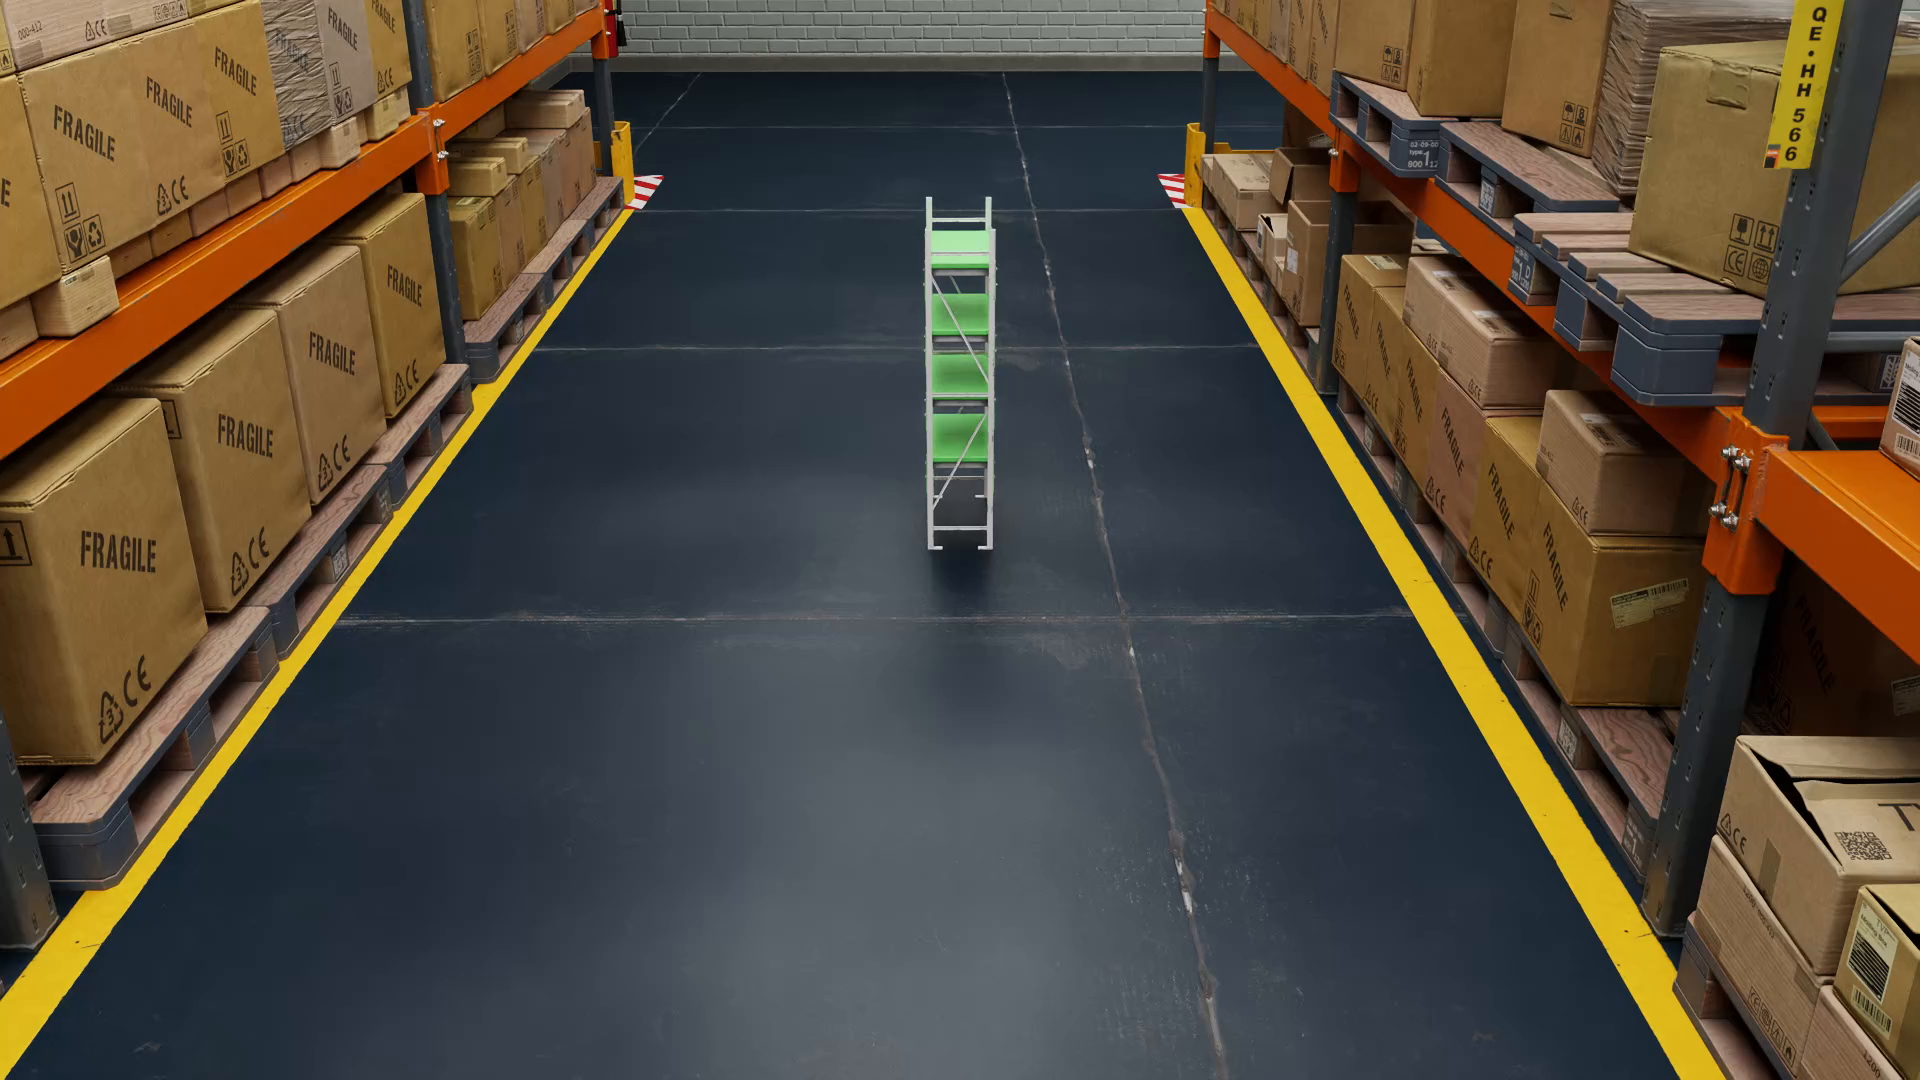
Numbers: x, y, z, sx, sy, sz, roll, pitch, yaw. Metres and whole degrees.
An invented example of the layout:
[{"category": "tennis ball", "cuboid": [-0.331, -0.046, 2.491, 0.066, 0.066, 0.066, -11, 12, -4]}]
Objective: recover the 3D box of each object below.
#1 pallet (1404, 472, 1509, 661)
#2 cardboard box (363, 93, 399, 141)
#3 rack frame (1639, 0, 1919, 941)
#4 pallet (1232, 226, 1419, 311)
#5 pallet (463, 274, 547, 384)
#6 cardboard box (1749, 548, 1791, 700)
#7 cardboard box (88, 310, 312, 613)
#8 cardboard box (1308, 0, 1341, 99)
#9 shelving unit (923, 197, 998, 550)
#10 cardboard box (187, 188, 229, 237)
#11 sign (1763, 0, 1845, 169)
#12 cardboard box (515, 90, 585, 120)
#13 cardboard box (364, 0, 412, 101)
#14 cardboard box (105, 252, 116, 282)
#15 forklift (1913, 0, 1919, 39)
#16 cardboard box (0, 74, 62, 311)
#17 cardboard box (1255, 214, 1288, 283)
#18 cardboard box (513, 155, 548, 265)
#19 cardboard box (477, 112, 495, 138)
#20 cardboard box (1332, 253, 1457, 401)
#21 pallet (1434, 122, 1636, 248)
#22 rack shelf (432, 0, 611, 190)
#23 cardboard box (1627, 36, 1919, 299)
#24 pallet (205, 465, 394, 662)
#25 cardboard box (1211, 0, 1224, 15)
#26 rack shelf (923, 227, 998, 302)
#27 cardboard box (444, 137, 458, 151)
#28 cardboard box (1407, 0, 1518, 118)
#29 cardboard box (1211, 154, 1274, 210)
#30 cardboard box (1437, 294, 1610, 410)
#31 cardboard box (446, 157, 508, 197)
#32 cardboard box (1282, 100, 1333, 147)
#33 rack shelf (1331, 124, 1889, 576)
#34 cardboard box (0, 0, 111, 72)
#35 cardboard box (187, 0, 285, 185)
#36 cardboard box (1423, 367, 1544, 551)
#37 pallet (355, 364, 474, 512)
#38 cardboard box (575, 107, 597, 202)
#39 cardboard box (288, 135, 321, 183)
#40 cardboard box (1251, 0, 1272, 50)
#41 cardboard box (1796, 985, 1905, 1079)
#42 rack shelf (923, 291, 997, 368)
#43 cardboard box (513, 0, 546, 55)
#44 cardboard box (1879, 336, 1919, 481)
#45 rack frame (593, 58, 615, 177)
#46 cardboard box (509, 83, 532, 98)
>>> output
[{"category": "pallet", "cuboid": [2.230, 0.049, 5.885, 1.003, 0.211, 1.213, 0, 24, -1]}, {"category": "cardboard box", "cuboid": [-2.473, -1.689, 6.625, 0.380, 0.149, 0.250, 0, 24, 0]}, {"category": "rack frame", "cuboid": [2.211, -0.412, 3.521, 1.000, 3.000, 0.127, 0, 24, -1]}, {"category": "pallet", "cuboid": [2.145, -1.577, 9.480, 1.003, 0.211, 1.213, 0, 24, -1]}, {"category": "pallet", "cuboid": [-2.716, -1.080, 8.381, 1.003, 0.211, 1.213, 0, 24, -1]}, {"category": "cardboard box", "cuboid": [2.481, 0.122, 4.840, 0.500, 0.500, 0.500, -1, 24, -2]}, {"category": "cardboard box", "cuboid": [-2.622, -0.265, 5.294, 0.750, 0.750, 0.750, 0, 24, -1]}, {"category": "cardboard box", "cuboid": [1.905, -2.311, 7.598, 0.500, 0.500, 0.500, 0, 24, 0]}, {"category": "shelving unit", "cuboid": [-0.002, -0.615, 6.154, 0.258, 1.200, 0.503, 0, 24, -1]}, {"category": "cardboard box", "cuboid": [-2.542, -1.052, 5.216, 0.380, 0.149, 0.250, 0, 24, 0]}, {"category": "sign", "cuboid": [1.669, -0.897, 3.285, 0.100, 0.325, 0.005, 0, 24, -1]}, {"category": "cardboard box", "cuboid": [-2.538, -2.693, 10.300, 0.380, 0.149, 0.250, -1, 24, -1]}, {"category": "cardboard box", "cuboid": [-2.529, -2.038, 6.609, 0.500, 0.500, 0.500, -1, 24, -1]}, {"category": "cardboard box", "cuboid": [-2.553, -0.736, 4.519, 0.380, 0.149, 0.250, 0, 24, -1]}, {"category": "forklift", "cuboid": [4.723, -1.905, 6.906, 1.130, 2.935, 3.031, -1, 24, -3]}, {"category": "cardboard box", "cuboid": [-2.492, -0.780, 3.827, 0.500, 0.500, 0.500, 0, 24, 1]}, {"category": "cardboard box", "cuboid": [1.869, -1.578, 8.828, 0.500, 0.311, 0.500, 0, 24, -1]}, {"category": "cardboard box", "cuboid": [-2.697, -1.816, 9.149, 0.700, 0.500, 0.500, 0, 24, 1]}, {"category": "cardboard box", "cuboid": [-2.911, -2.379, 9.606, 0.380, 0.149, 0.250, 0, 24, 0]}, {"category": "cardboard box", "cuboid": [1.929, -0.921, 7.147, 0.500, 0.500, 0.500, -1, 24, -3]}, {"category": "pallet", "cuboid": [2.185, -1.126, 5.332, 1.003, 0.211, 1.213, 0, 24, -1]}, {"category": "rack shelf", "cuboid": [-2.808, -2.533, 9.083, 1.077, 0.370, 4.000, 0, 24, -1]}, {"category": "cardboard box", "cuboid": [2.091, -0.908, 3.987, 0.700, 0.500, 0.500, -9, 26, -18]}, {"category": "pallet", "cuboid": [-2.686, 0.056, 5.871, 1.003, 0.211, 1.213, 0, 24, -1]}, {"category": "cardboard box", "cuboid": [1.865, -3.570, 10.382, 0.500, 0.500, 0.500, 0, 24, 1]}, {"category": "rack shelf", "cuboid": [-0.002, -0.994, 5.982, 0.258, 0.148, 0.480, 0, 24, -1]}, {"category": "cardboard box", "cuboid": [-2.902, -2.062, 8.906, 0.380, 0.149, 0.250, 0, 24, 0]}, {"category": "cardboard box", "cuboid": [2.020, -1.818, 5.999, 0.700, 0.500, 0.500, 4, 25, 8]}, {"category": "cardboard box", "cuboid": [1.852, -2.225, 10.332, 0.500, 0.250, 0.500, 0, 24, -1]}, {"category": "cardboard box", "cuboid": [1.946, -0.644, 5.624, 0.500, 0.250, 0.500, -1, 24, -2]}, {"category": "cardboard box", "cuboid": [-2.513, -1.835, 8.404, 0.380, 0.149, 0.250, 1, 24, 1]}, {"category": "cardboard box", "cuboid": [2.376, -2.547, 10.741, 0.500, 0.500, 0.500, 0, 24, -1]}, {"category": "rack shelf", "cuboid": [2.189, -0.908, 5.491, 1.077, 0.370, 4.000, 0, 24, -1]}, {"category": "cardboard box", "cuboid": [-2.496, -1.330, 4.134, 0.500, 0.250, 0.500, -1, 24, -1]}, {"category": "cardboard box", "cuboid": [-2.506, -1.415, 5.231, 0.500, 0.500, 0.500, 0, 24, 1]}, {"category": "cardboard box", "cuboid": [1.949, -0.287, 5.745, 0.500, 0.500, 0.500, -1, 24, -3]}, {"category": "pallet", "cuboid": [-2.702, -0.448, 6.985, 1.003, 0.211, 1.213, 0, 24, -1]}, {"category": "cardboard box", "cuboid": [-2.722, -2.449, 10.549, 0.700, 0.500, 0.500, 0, 24, -1]}, {"category": "cardboard box", "cuboid": [-2.517, -1.373, 5.926, 0.380, 0.149, 0.250, 0, 24, -1]}, {"category": "cardboard box", "cuboid": [1.882, -2.945, 8.999, 0.500, 0.500, 0.500, 0, 24, 0]}, {"category": "cardboard box", "cuboid": [1.929, 1.074, 3.063, 0.500, 0.250, 0.500, -1, 24, -2]}, {"category": "rack shelf", "cuboid": [-0.002, -0.775, 6.081, 0.258, 0.148, 0.480, 0, 24, -1]}, {"category": "cardboard box", "cuboid": [-2.796, -2.997, 8.873, 0.980, 0.700, 0.700, -1, 24, -3]}, {"category": "cardboard box", "cuboid": [2.171, -0.221, 3.208, 0.500, 0.311, 0.500, 1, 24, 3]}, {"category": "rack frame", "cuboid": [-2.830, -3.685, 10.757, 1.000, 3.000, 0.127, 0, 24, -1]}, {"category": "cardboard box", "cuboid": [-2.923, -2.795, 10.527, 0.380, 0.149, 0.250, 0, 24, 0]}]
